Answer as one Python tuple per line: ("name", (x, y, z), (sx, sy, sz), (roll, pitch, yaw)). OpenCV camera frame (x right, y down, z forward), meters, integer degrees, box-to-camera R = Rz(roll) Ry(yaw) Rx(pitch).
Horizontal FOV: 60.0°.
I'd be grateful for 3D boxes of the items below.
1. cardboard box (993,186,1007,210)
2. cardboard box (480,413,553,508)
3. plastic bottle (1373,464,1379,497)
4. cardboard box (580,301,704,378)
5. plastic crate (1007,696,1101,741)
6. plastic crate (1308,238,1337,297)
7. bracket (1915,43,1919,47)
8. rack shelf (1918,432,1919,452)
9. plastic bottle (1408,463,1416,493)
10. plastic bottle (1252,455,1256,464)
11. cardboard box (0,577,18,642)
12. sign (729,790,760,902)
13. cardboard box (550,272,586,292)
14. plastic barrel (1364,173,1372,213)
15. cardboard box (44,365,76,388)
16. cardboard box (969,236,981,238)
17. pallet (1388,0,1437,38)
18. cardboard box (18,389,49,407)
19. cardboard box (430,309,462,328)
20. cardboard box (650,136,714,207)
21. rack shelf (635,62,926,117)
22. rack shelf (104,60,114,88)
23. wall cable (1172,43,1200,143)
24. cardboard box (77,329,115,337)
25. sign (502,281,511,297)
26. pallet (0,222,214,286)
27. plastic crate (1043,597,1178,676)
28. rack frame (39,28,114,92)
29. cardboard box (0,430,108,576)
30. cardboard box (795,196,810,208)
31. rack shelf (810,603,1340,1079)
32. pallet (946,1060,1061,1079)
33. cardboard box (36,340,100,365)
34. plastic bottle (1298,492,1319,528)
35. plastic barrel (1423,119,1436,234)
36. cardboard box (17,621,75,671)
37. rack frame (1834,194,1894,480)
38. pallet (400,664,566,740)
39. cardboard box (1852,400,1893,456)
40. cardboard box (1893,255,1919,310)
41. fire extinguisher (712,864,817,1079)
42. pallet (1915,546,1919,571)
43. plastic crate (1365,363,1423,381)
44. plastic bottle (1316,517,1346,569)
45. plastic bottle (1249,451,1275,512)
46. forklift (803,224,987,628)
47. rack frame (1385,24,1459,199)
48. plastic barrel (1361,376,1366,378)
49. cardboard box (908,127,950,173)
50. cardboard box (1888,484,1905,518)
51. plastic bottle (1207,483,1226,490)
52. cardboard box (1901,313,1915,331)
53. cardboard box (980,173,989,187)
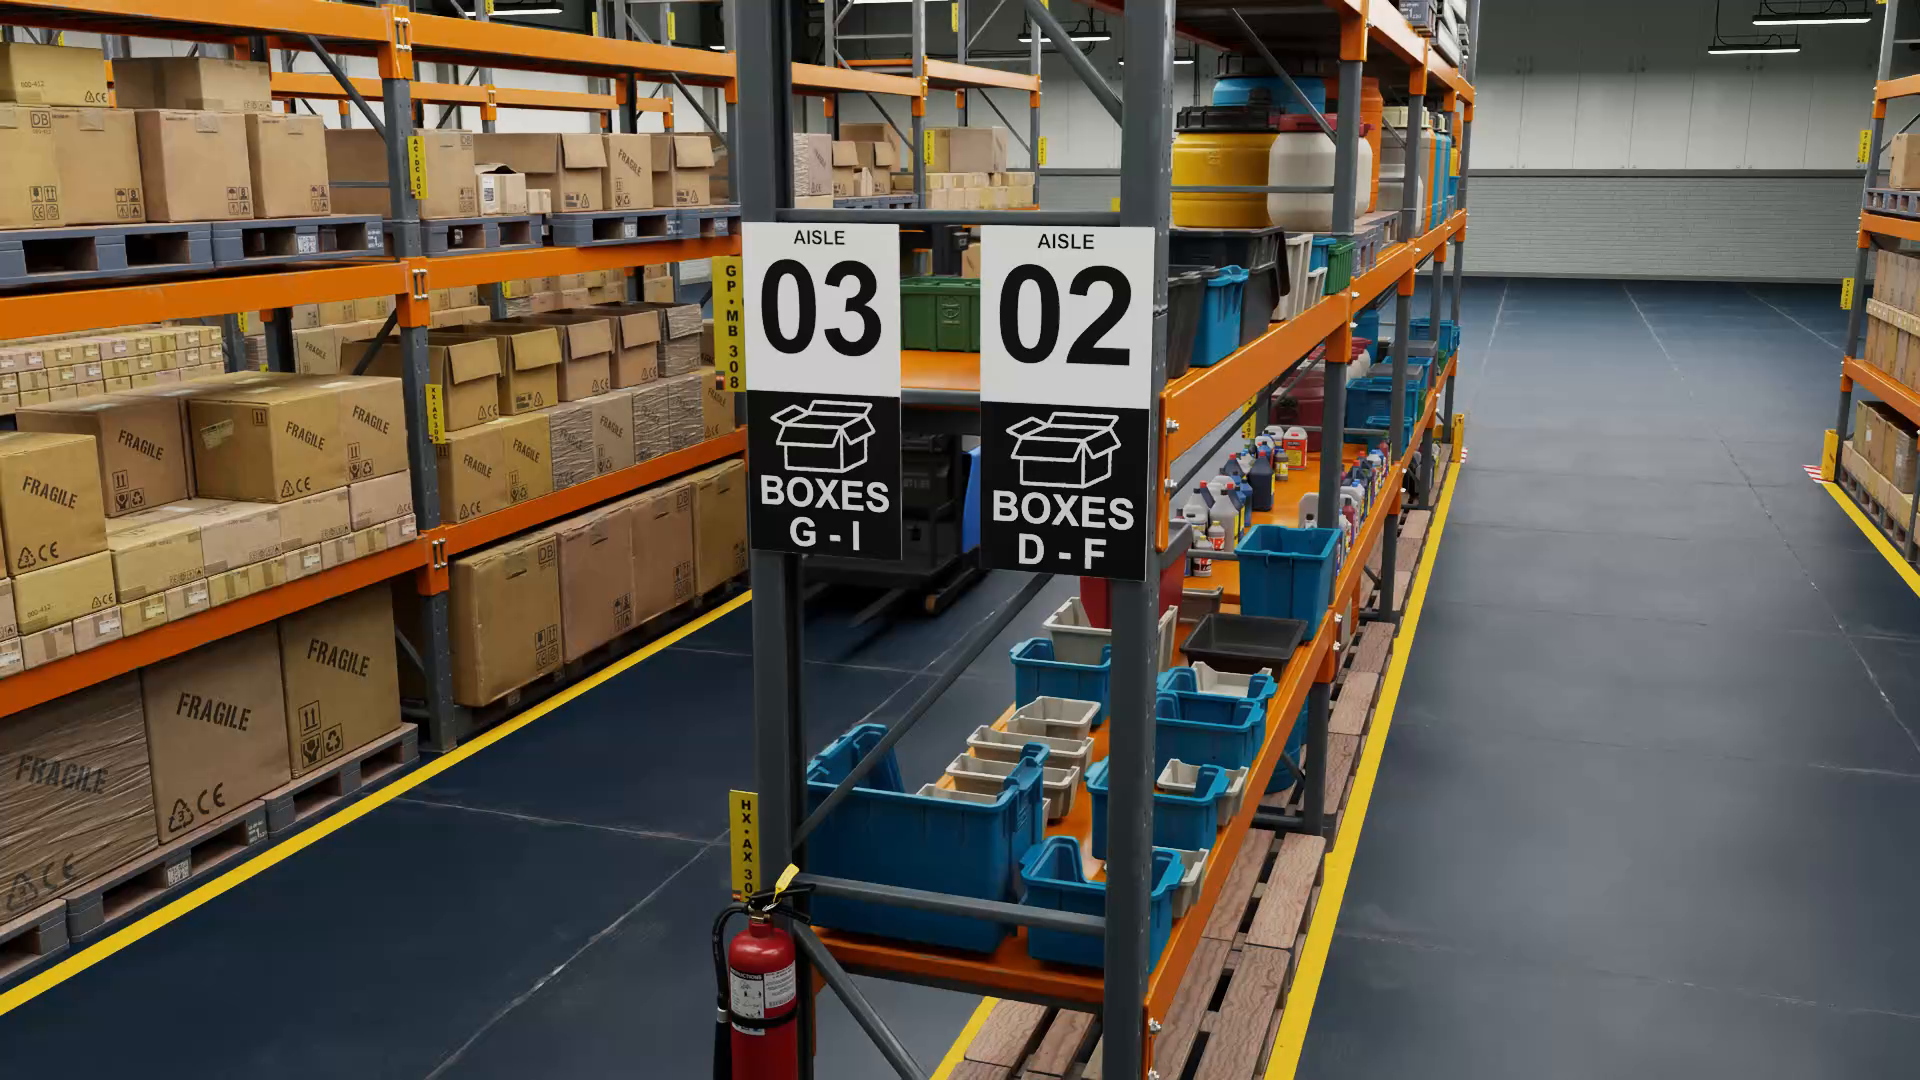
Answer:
("cardboard box", (0.218, -3.856, 18.737), (0.500, 0.250, 0.500), (5, 14, 20))
("cardboard box", (-2.870, -0.506, 10.240), (0.500, 0.500, 0.500), (4, 14, 18))
("plastic bottle", (2.550, -0.371, 10.321), (0.097, 0.201, 0.097), (0, 13, 0))
("cardboard box", (-2.374, -1.500, 12.339), (0.797, 0.503, 0.637), (5, 14, 20))
("plastic crate", (0.321, 0.657, 5.827), (0.298, 0.136, 0.250), (4, 14, 18))
("plastic crate", (1.277, -1.082, 6.623), (0.416, 0.233, 0.300), (4, 14, 18))
("bracket", (25.199, -13.003, 43.648), (0.076, 0.066, 3.189), (4, 14, 18))
("rack shelf", (7.897, -0.471, 11.928), (1.077, 0.370, 4.000), (4, 14, 18))
("plastic bottle", (4.354, -0.604, 16.008), (0.061, 0.283, 0.133), (4, 14, 18))
("plastic bottle", (1.862, -0.446, 10.645), (0.097, 0.201, 0.097), (0, 13, 0))
("cardboard box", (-4.138, 0.306, 6.574), (0.500, 0.250, 0.500), (4, 14, 18))
("sign", (-0.550, 0.810, 4.329), (0.100, 0.325, 0.005), (4, 14, 18))
("cardboard box", (-4.964, -3.238, 19.670), (0.875, 0.550, 0.550), (4, 14, 18))
("plastic barrel", (2.356, -2.122, 10.168), (0.301, 0.262, 0.301), (0, 13, 0))
("cardboard box", (-7.010, -1.258, 12.709), (0.380, 0.149, 0.250), (4, 13, 17))
("cardboard box", (0.030, -3.384, 19.934), (0.500, 0.500, 0.500), (4, 14, 18))
("pallet", (2.301, -3.246, 10.311), (1.213, 0.211, 1.003), (4, 14, 18))
("cardboard box", (-7.097, -1.058, 12.505), (0.380, 0.149, 0.250), (4, 13, 17))
("cardboard box", (-5.568, -2.149, 17.436), (0.500, 0.500, 0.500), (4, 14, 18))
("cardboard box", (-2.252, -2.699, 12.154), (0.797, 0.503, 0.637), (5, 14, 22))
("rack shelf", (-1.475, -3.915, 14.433), (1.077, 0.370, 4.000), (4, 14, 18))
("rack shelf", (-7.430, -3.451, 12.401), (1.077, 0.370, 4.000), (4, 14, 18))
("wall cable", (6.202, -14.525, 50.761), (2.305, 6.003, 0.169), (4, 14, 18))
("cardboard box", (-7.284, -1.674, 13.865), (0.380, 0.149, 0.250), (4, 14, 18))
("sign", (-4.972, -2.824, 18.197), (0.100, 0.325, 0.005), (4, 14, 18))
("pallet", (-4.088, -1.264, 7.244), (1.003, 0.211, 1.213), (4, 14, 18))
("plastic crate", (0.601, 0.421, 6.535), (0.437, 0.282, 0.530), (4, 14, 18))
("rack frame", (-10.205, -5.595, 19.280), (1.000, 3.000, 0.127), (4, 14, 18))
("cardboard box", (-3.977, -0.164, 6.950), (0.500, 0.500, 0.500), (4, 13, 17))
("cardboard box", (-1.563, -2.693, 13.641), (0.500, 0.250, 0.500), (5, 14, 20))
("rack shelf", (0.623, 0.856, 6.114), (1.077, 0.370, 4.000), (4, 14, 18))
("pallet", (0.279, 2.115, 5.248), (1.003, 0.211, 1.213), (4, 14, 18))
("cardboard box", (-6.928, -1.457, 12.915), (0.380, 0.149, 0.250), (5, 14, 21))
("plastic bottle", (1.936, -0.131, 9.102), (0.152, 0.276, 0.135), (4, 14, 18))
("plastic barrel", (3.247, -2.725, 12.480), (0.600, 0.830, 0.708), (4, 14, 18))
("cardboard box", (-3.953, 0.425, 6.951), (0.380, 0.149, 0.250), (4, 13, 17))
("rack frame", (9.838, -2.085, 17.383), (1.000, 3.000, 0.127), (4, 14, 18))
("pallet", (-3.238, 0.919, 10.487), (1.003, 0.211, 1.213), (4, 14, 18))
("cardboard box", (9.294, -1.113, 16.672), (0.500, 0.500, 0.500), (4, 14, 18))
("cardboard box", (9.331, -2.441, 15.800), (0.700, 0.500, 0.500), (4, 14, 19))
("fire extinguisher", (-0.503, 1.145, 4.243), (0.296, 0.674, 0.183), (4, 14, 18))
("pallet", (8.342, 0.274, 13.311), (1.003, 0.211, 1.213), (4, 14, 18))
("plastic crate", (3.376, -1.108, 12.956), (0.402, 0.464, 0.583), (4, 14, 18))
("plastic bottle", (1.898, -0.003, 8.537), (0.152, 0.276, 0.135), (4, 14, 18))
("plastic bottle", (1.801, -0.358, 9.928), (0.144, 0.351, 0.185), (4, 14, 18))
("forklift", (-0.592, -0.959, 12.602), (1.130, 2.935, 3.031), (4, 13, 17))
("rack frame", (3.858, -4.525, 14.591), (1.000, 3.000, 0.127), (4, 14, 18))
("plastic barrel", (3.285, -1.265, 14.102), (0.301, 0.262, 0.301), (0, 13, 0))
("cardboard box", (-0.270, -4.406, 18.793), (0.500, 0.500, 0.500), (4, 14, 18))
("cardboard box", (8.658, -0.325, 14.907), (0.500, 0.250, 0.500), (4, 14, 18))
("plastic bottle", (1.416, -0.173, 9.284), (0.152, 0.276, 0.135), (4, 14, 18))
("cardboard box", (8.925, -2.004, 15.345), (0.380, 0.149, 0.250), (5, 14, 20))
("cardboard box", (0.111, -3.974, 18.359), (0.380, 0.149, 0.250), (4, 13, 16))
